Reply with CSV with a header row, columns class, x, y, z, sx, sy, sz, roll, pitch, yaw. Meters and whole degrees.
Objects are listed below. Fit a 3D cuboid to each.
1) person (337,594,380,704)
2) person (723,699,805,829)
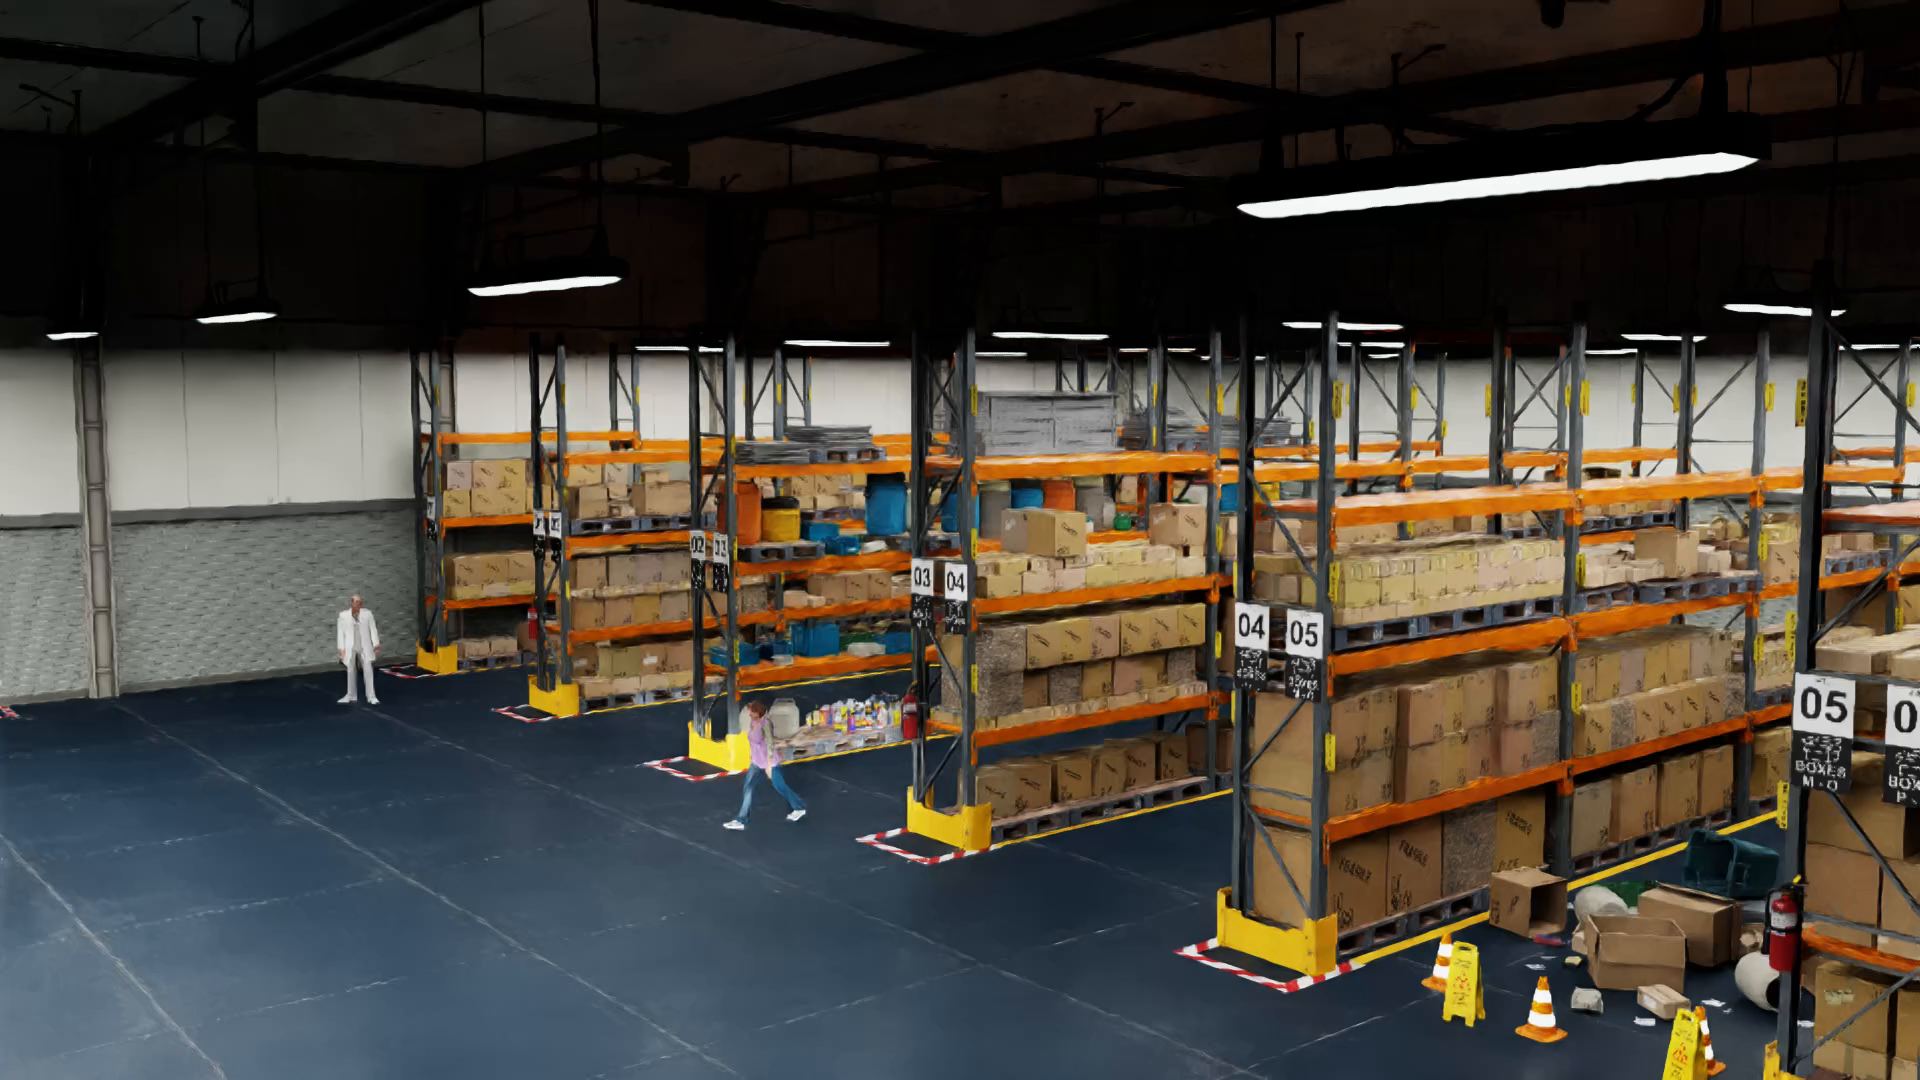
class,x,y,z,sx,sy,sz,roll,pitch,yaw
person,-9.778,1.762,27.008,0.676,1.782,0.477,-2,6,-18
person,-2.269,2.601,19.441,1.034,1.525,0.417,-5,7,-40
